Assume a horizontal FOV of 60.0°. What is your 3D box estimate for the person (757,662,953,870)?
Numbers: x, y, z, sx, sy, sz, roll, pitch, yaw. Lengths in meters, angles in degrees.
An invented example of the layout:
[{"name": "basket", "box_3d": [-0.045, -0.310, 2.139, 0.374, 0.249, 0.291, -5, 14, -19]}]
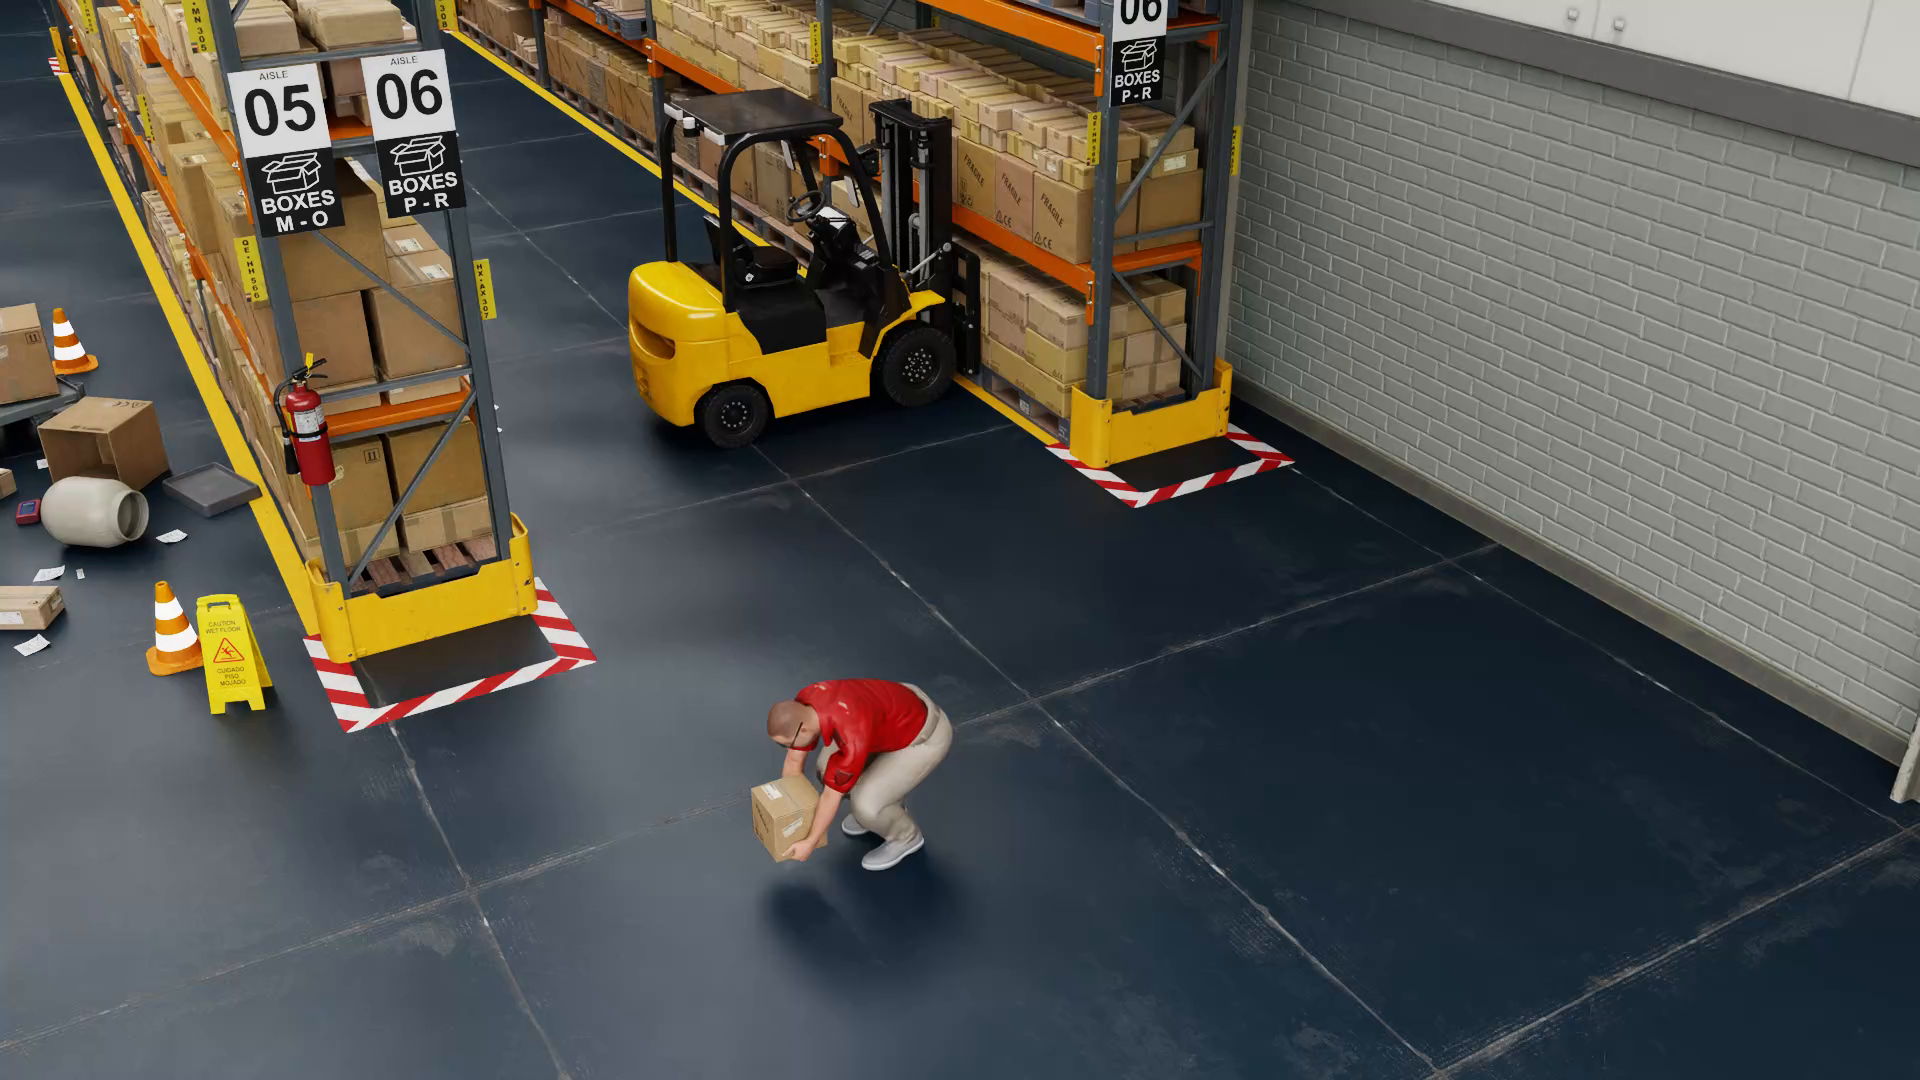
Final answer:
[{"name": "person", "box_3d": [-0.479, 1.014, 7.508, 0.938, 0.990, 0.528, -17, 33, -28]}]
